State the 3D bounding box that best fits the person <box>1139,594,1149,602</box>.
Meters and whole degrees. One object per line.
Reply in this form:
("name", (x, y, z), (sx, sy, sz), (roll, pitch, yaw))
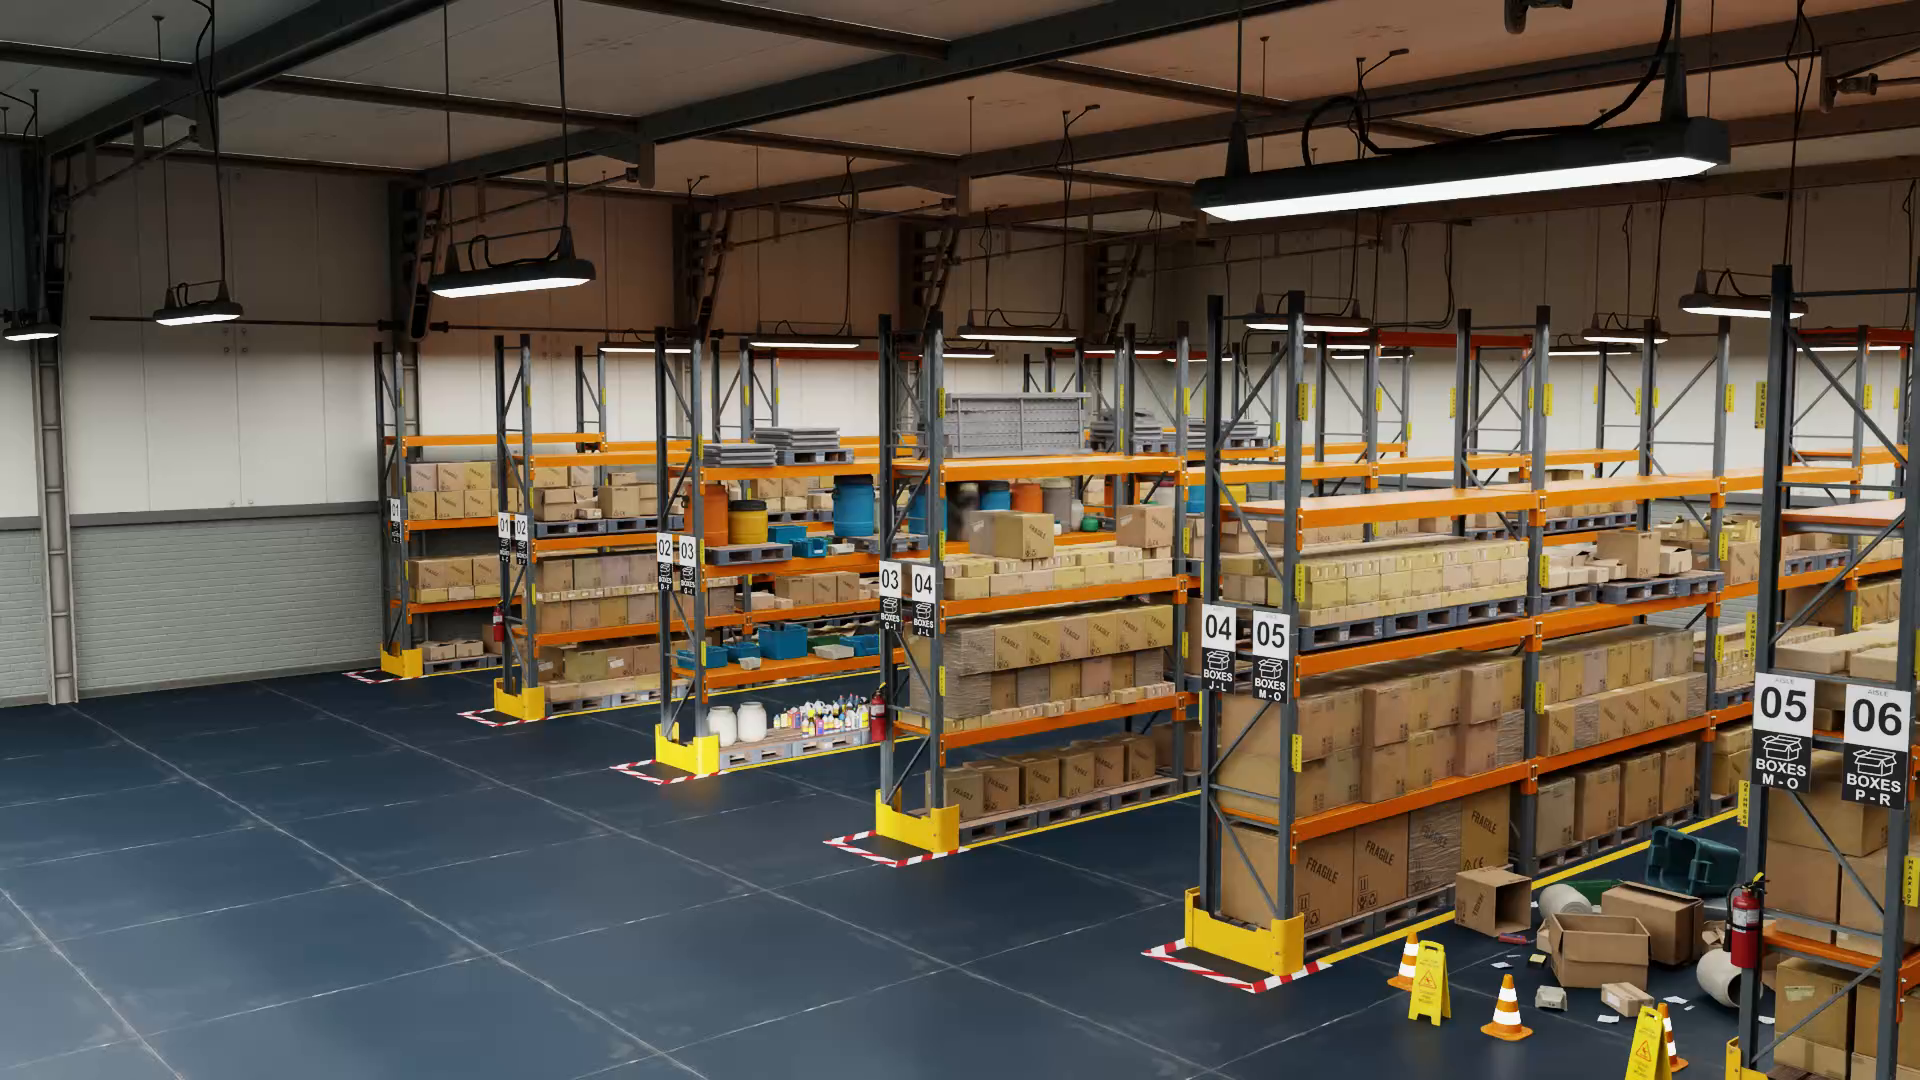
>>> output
("person", (2.907, 1.720, 26.096), (0.706, 1.749, 0.594), (-5, 7, -44))
